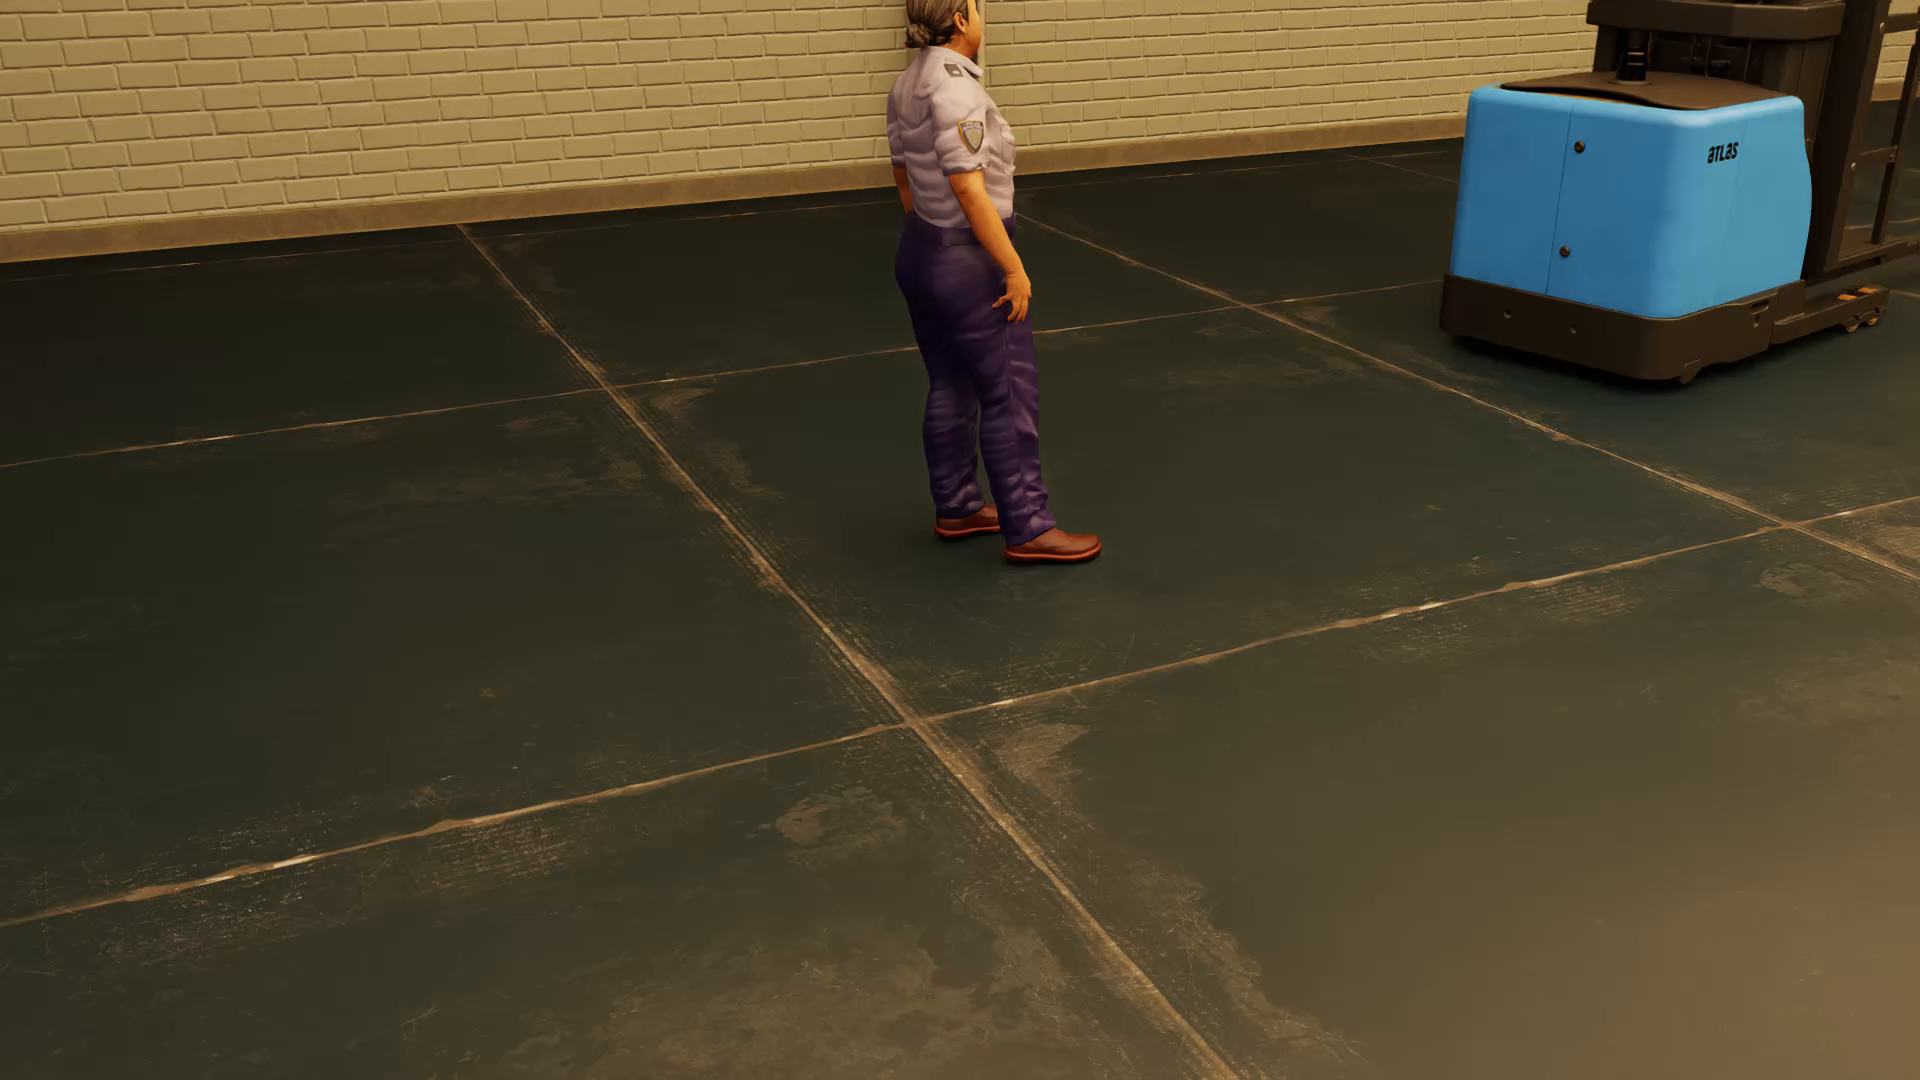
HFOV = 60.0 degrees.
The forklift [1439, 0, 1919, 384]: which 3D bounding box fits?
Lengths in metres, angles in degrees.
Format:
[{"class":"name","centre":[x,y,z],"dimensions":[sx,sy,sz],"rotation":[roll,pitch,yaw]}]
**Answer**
[{"class":"forklift","centre":[3.510,-2.406,7.077],"dimensions":[3.031,2.935,1.130],"rotation":[-17,28,-36]}]

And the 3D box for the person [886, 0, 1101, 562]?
[{"class":"person","centre":[0.092,-0.774,4.804],"dimensions":[0.502,1.651,0.598],"rotation":[-10,25,-23]}]
